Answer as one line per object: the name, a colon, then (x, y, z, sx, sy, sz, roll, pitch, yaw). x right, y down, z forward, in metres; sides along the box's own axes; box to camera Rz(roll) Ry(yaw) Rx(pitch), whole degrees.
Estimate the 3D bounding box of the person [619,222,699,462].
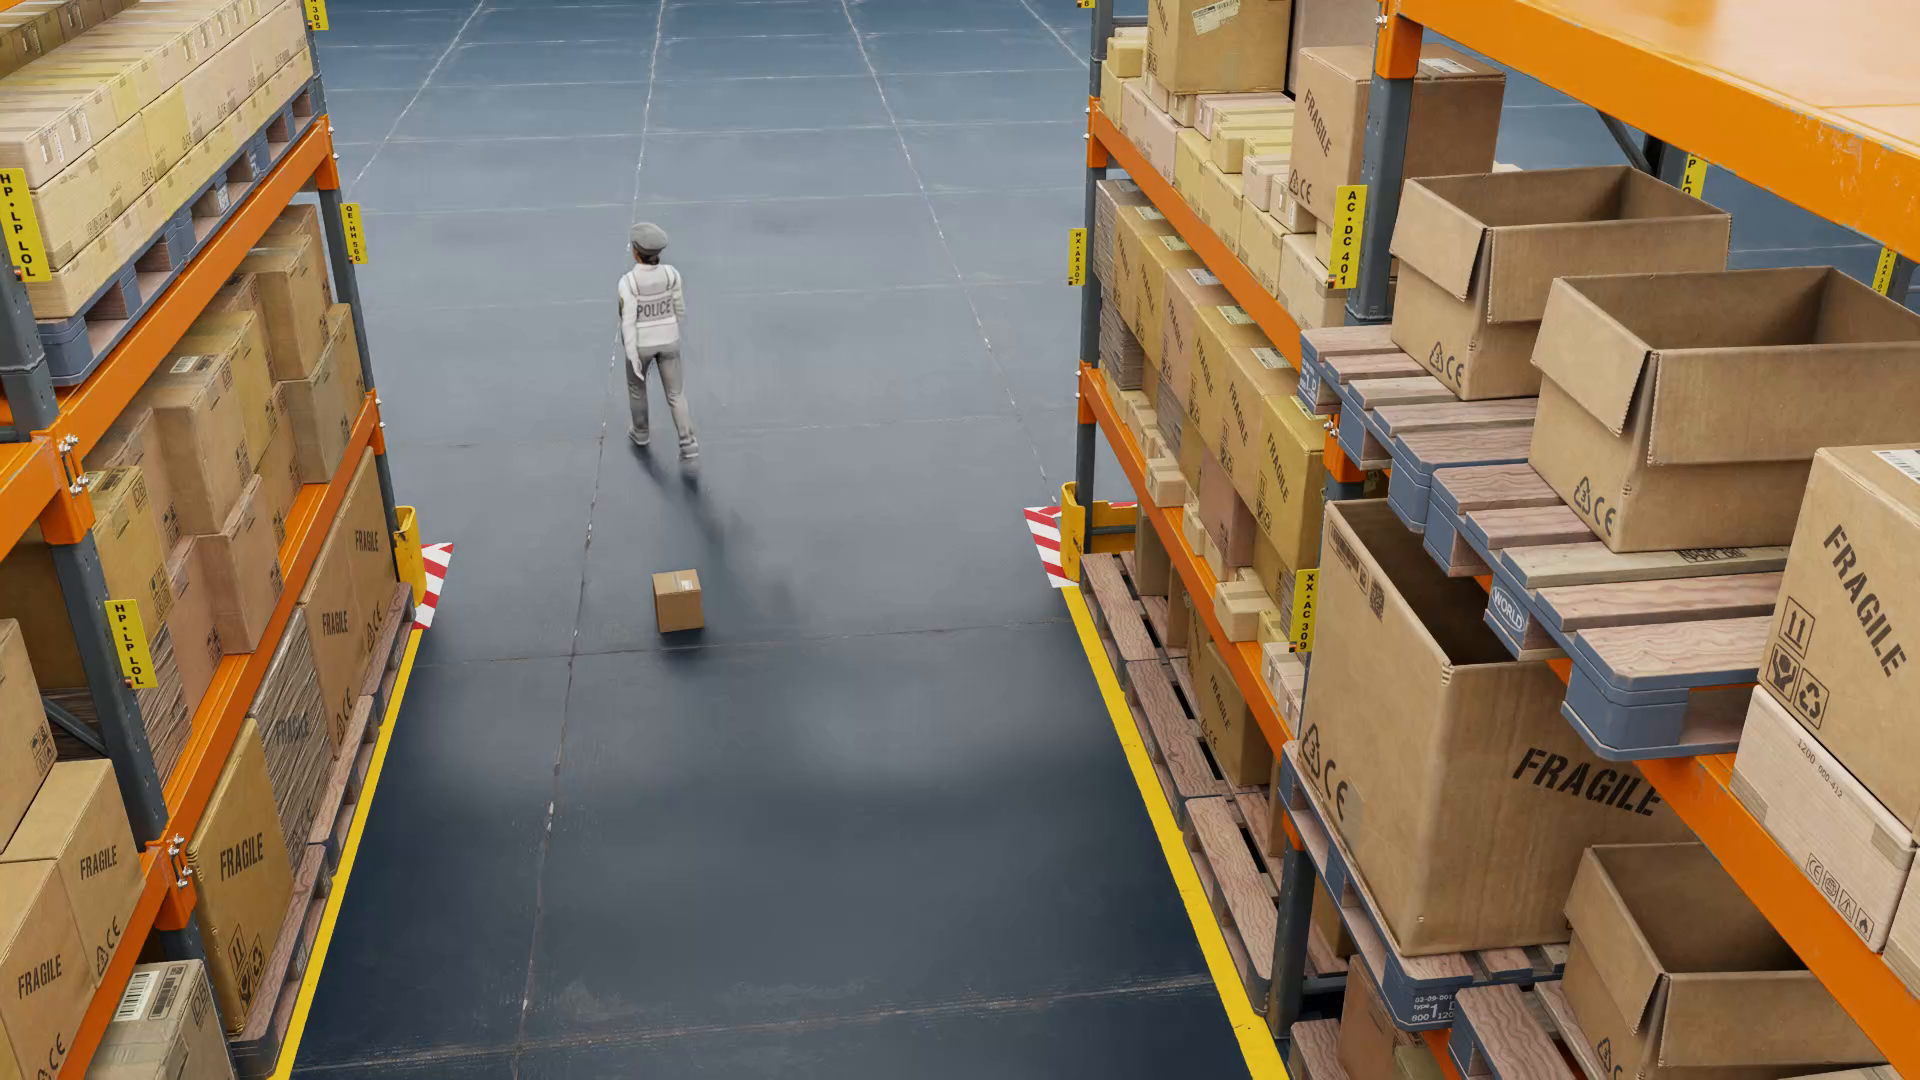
person: (-2.048, -1.329, 11.142, 0.475, 1.641, 0.950, -12, 30, -22)
